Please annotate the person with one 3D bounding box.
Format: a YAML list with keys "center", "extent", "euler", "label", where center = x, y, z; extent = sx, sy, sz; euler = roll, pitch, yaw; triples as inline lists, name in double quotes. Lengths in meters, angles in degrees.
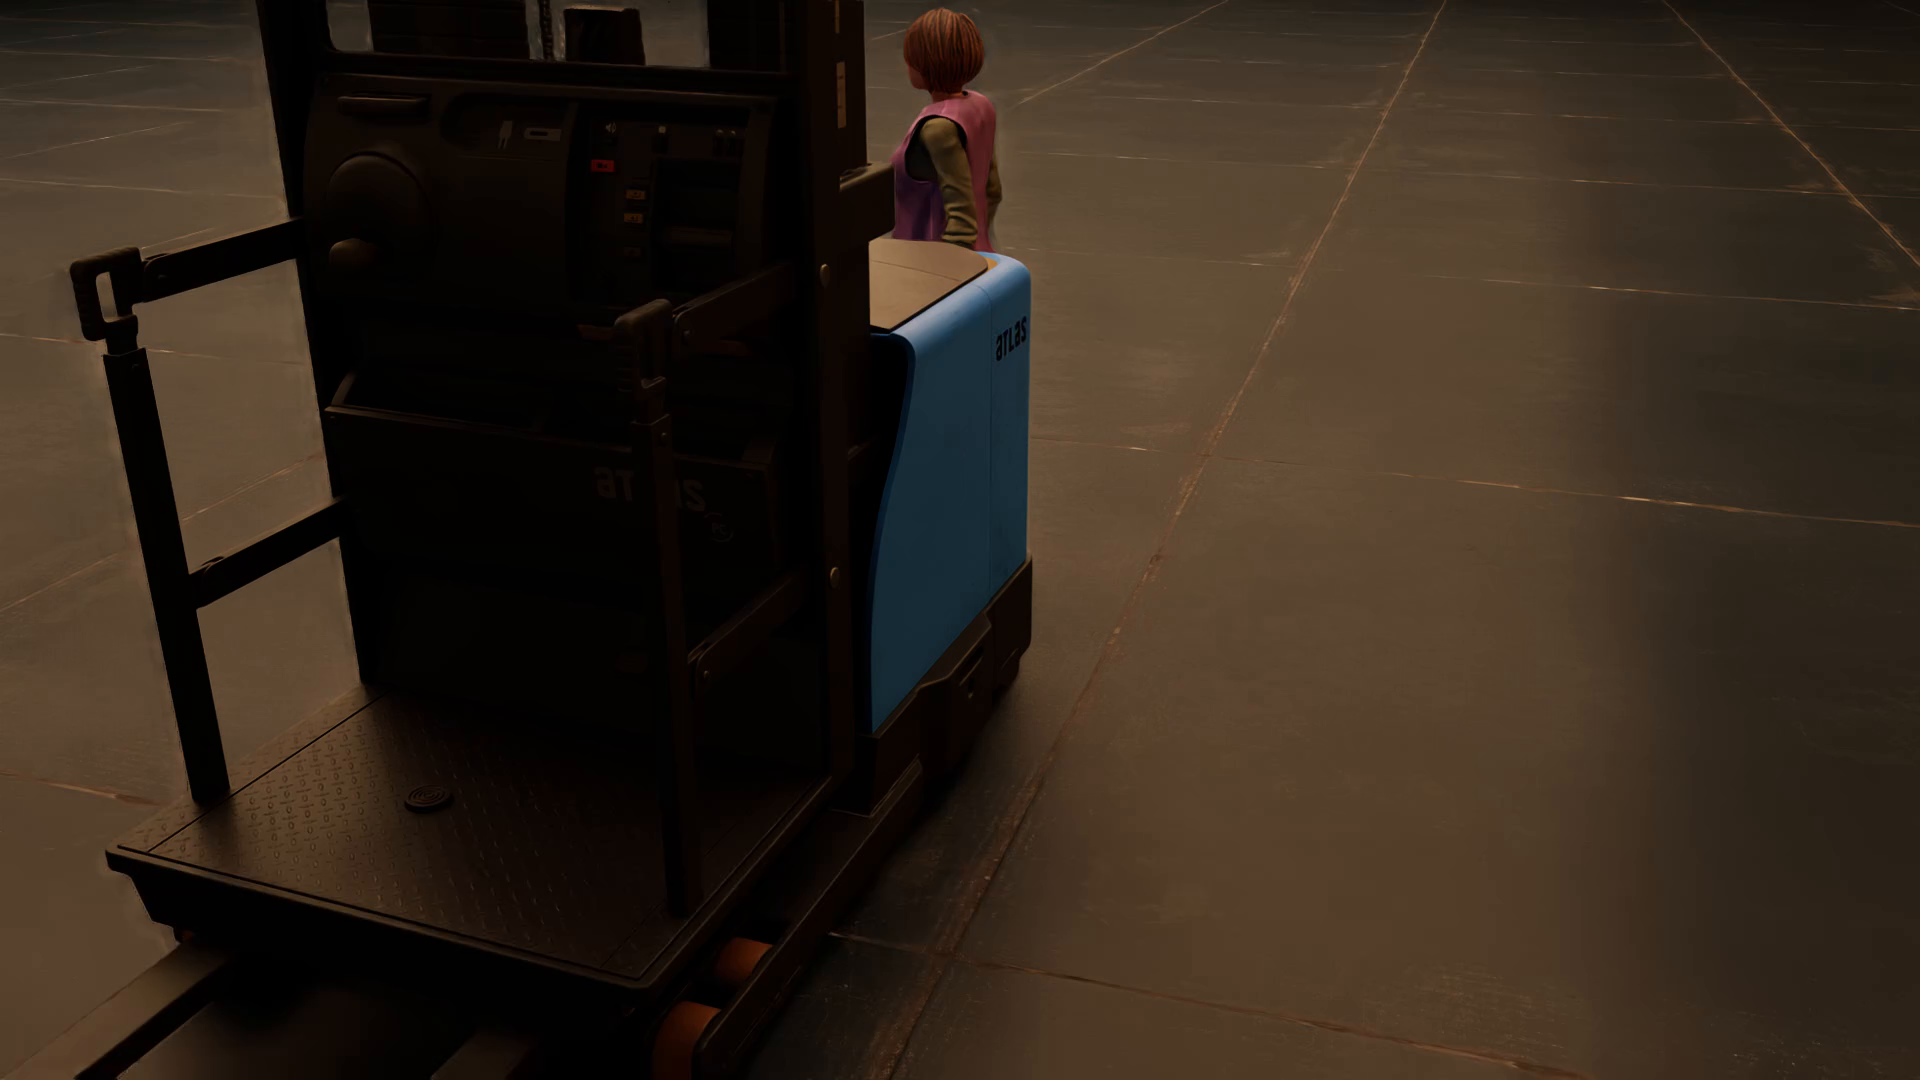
- center: [-0.073, -0.731, 4.847]
  extent: [0.375, 1.579, 0.518]
  euler: [7, 23, 16]
  label: "person"

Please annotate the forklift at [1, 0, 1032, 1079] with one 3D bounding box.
- center: [-0.816, -0.583, 2.691]
  extent: [1.130, 2.935, 3.031]
  euler: [8, 24, 19]
  label: "forklift"
